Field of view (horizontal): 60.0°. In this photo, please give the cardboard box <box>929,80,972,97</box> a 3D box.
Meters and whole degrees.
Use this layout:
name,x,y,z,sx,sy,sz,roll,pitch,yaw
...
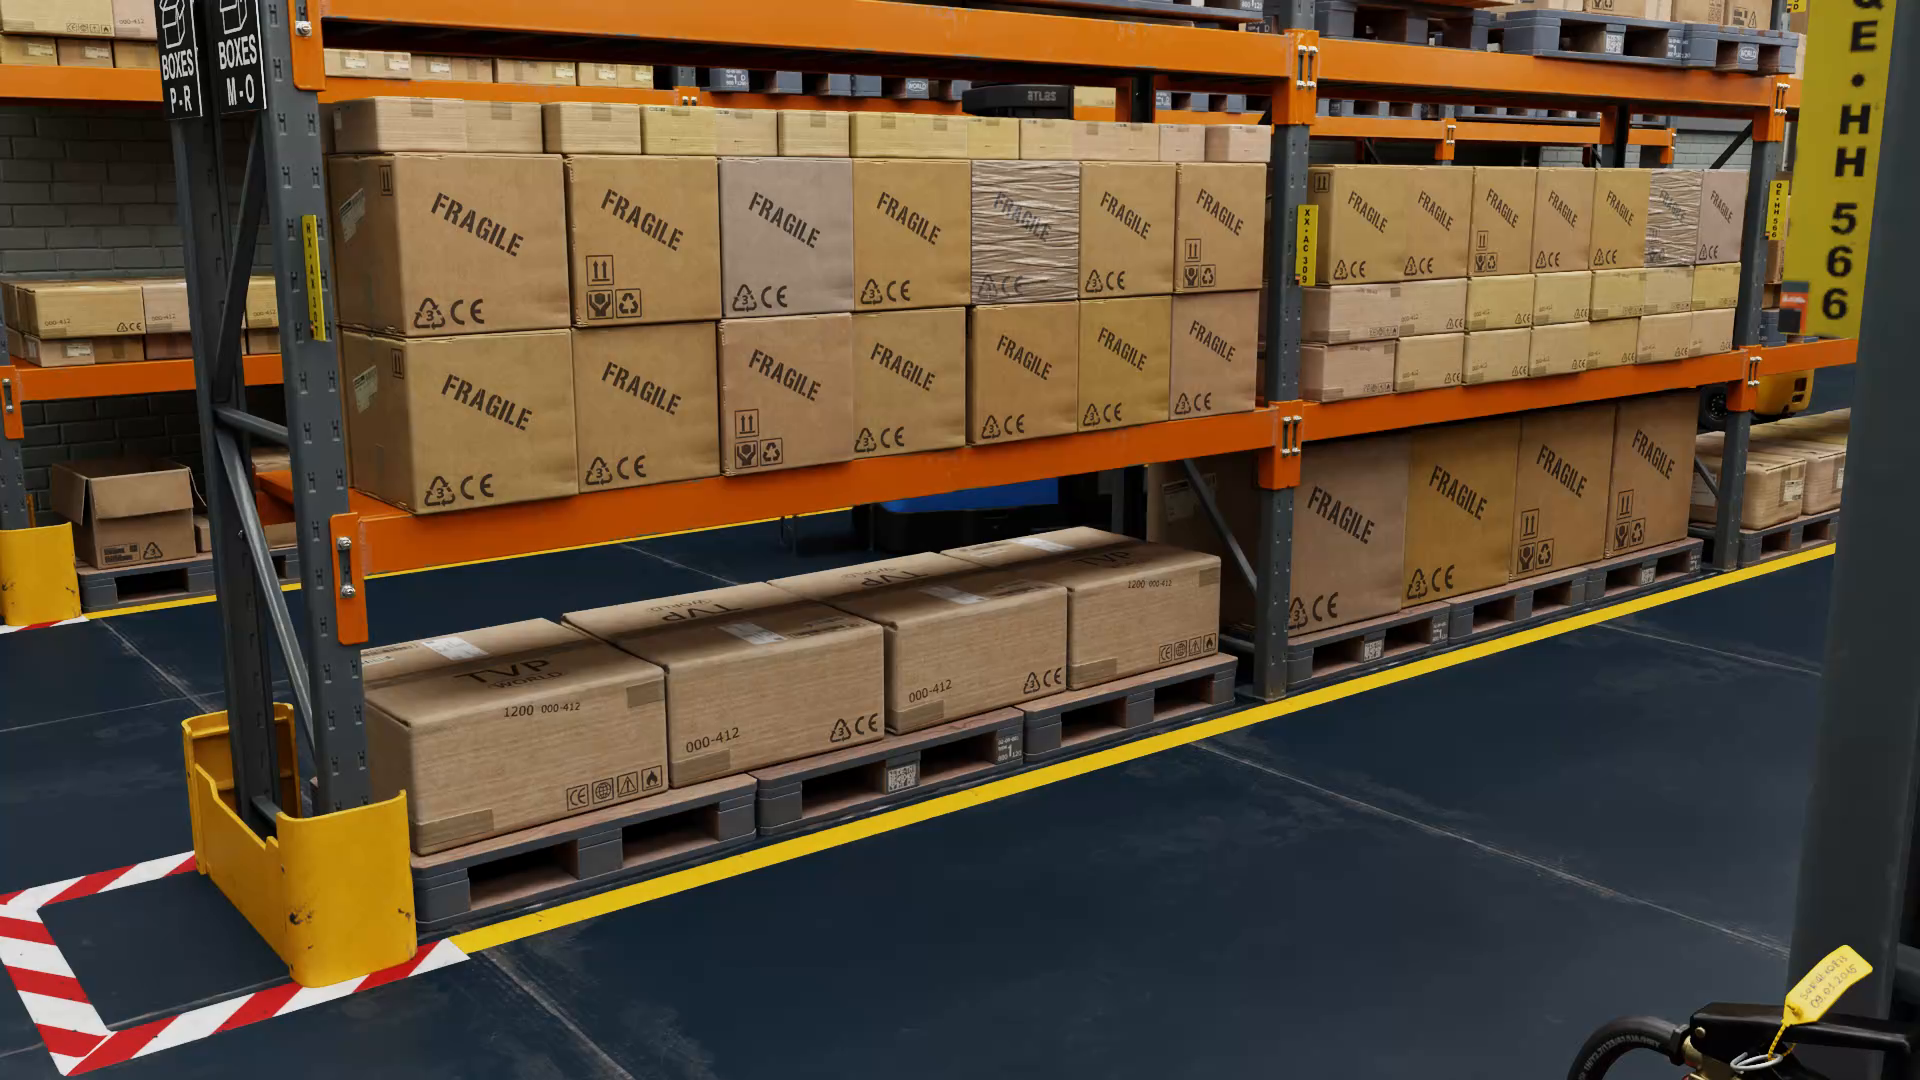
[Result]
name,x,y,z,sx,sy,sz,roll,pitch,yaw
cardboard box,0.064,-3.320,12.181,0.500,0.250,0.500,-9,15,-38

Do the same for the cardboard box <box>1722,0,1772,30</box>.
name,x,y,z,sx,sy,sz,roll,pitch,yaw
cardboard box,3.999,-3.007,9.089,0.637,0.503,0.797,-11,16,-41

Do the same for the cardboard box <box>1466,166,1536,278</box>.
name,x,y,z,sx,sy,sz,roll,pitch,yaw
cardboard box,2.372,-1.522,7.928,0.500,0.500,0.500,-10,16,-39

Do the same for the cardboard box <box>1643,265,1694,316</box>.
name,x,y,z,sx,sy,sz,roll,pitch,yaw
cardboard box,3.582,-1.358,8.958,0.500,0.250,0.500,-10,16,-39

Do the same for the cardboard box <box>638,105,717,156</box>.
name,x,y,z,sx,sy,sz,roll,pitch,yaw
cardboard box,-0.968,-1.274,5.197,0.250,0.149,0.380,-10,16,-39

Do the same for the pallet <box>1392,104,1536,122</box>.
name,x,y,z,sx,sy,sz,roll,pitch,yaw
pallet,4.869,-4.220,16.273,1.213,0.211,1.003,-9,15,-38

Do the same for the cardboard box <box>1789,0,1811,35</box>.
name,x,y,z,sx,sy,sz,roll,pitch,yaw
cardboard box,4.946,-2.995,10.051,0.500,0.500,0.700,-9,15,-38

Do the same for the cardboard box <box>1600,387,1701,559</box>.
name,x,y,z,sx,sy,sz,roll,pitch,yaw
cardboard box,3.608,-0.448,9.619,0.875,0.875,0.875,-10,15,-38

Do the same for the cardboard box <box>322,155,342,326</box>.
name,x,y,z,sx,sy,sz,roll,pitch,yaw
cardboard box,-1.820,-0.959,5.274,0.500,0.500,0.500,-9,15,-36

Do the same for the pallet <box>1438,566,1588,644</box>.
name,x,y,z,sx,sy,sz,roll,pitch,yaw
pallet,2.585,0.254,8.925,1.213,0.211,1.003,-9,15,-38

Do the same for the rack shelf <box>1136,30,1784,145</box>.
name,x,y,z,sx,sy,sz,roll,pitch,yaw
rack shelf,2.638,-2.214,8.342,4.000,0.370,1.077,-9,15,-38

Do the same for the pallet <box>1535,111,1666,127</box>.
name,x,y,z,sx,sy,sz,roll,pitch,yaw
pallet,6.774,-4.537,17.764,1.213,0.211,1.003,-9,15,-38

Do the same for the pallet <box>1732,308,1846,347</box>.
name,x,y,z,sx,sy,sz,roll,pitch,yaw
pallet,4.689,-1.374,10.338,1.003,0.211,1.213,-9,15,-38

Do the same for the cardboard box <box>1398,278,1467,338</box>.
name,x,y,z,sx,sy,sz,roll,pitch,yaw
cardboard box,1.985,-1.093,7.714,0.500,0.250,0.500,-9,15,-37

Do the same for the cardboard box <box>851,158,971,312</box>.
name,x,y,z,sx,sy,sz,roll,pitch,yaw
cardboard box,-0.309,-1.075,5.821,0.500,0.500,0.500,-9,15,-37

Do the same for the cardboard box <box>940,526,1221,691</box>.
name,x,y,z,sx,sy,sz,roll,pitch,yaw
cardboard box,0.519,0.273,7.277,0.875,0.438,0.875,-10,15,-38

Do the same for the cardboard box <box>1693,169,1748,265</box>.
name,x,y,z,sx,sy,sz,roll,pitch,yaw
cardboard box,3.959,-1.786,9.171,0.500,0.500,0.500,-10,16,-39

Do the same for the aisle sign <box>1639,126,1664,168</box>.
name,x,y,z,sx,sy,sz,roll,pitch,yaw
aisle sign,7.577,-4.433,18.025,0.004,0.787,0.394,-9,15,-38

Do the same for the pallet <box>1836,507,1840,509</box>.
name,x,y,z,sx,sy,sz,roll,pitch,yaw
pallet,5.763,-0.252,11.308,1.213,0.211,1.003,-9,15,-38

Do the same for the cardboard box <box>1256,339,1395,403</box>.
name,x,y,z,sx,sy,sz,roll,pitch,yaw
cardboard box,1.585,-0.780,7.439,0.500,0.250,0.500,-10,15,-39

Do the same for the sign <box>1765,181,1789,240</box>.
name,x,y,z,sx,sy,sz,roll,pitch,yaw
sign,4.549,-1.834,9.259,0.005,0.325,0.100,-9,15,-38

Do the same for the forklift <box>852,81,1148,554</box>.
name,x,y,z,sx,sy,sz,roll,pitch,yaw
forklift,0.872,-1.485,10.564,3.031,2.935,1.130,-4,13,-18

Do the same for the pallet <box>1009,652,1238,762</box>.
name,x,y,z,sx,sy,sz,roll,pitch,yaw
pallet,0.433,0.611,7.241,1.213,0.211,1.003,-9,15,-38

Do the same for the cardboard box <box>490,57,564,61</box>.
name,x,y,z,sx,sy,sz,roll,pitch,yaw
cardboard box,-2.647,-3.010,10.007,0.500,0.250,0.500,-10,16,-40

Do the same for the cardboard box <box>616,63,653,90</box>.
name,x,y,z,sx,sy,sz,roll,pitch,yaw
cardboard box,-2.124,-2.893,10.415,0.250,0.149,0.380,-10,15,-38

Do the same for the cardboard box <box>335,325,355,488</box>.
name,x,y,z,sx,sy,sz,roll,pitch,yaw
cardboard box,-1.836,-0.474,5.399,0.500,0.500,0.500,-9,15,-37

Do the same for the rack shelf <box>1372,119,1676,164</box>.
name,x,y,z,sx,sy,sz,roll,pitch,yaw
rack shelf,5.781,-4.056,17.020,4.000,0.370,1.077,-9,15,-38

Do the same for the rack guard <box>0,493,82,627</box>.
name,x,y,z,sx,sy,sz,roll,pitch,yaw
rack guard,-5.092,0.089,9.007,0.348,0.500,1.175,-9,15,-38

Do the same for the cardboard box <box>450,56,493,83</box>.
name,x,y,z,sx,sy,sz,roll,pitch,yaw
cardboard box,-2.954,-2.767,9.823,0.250,0.149,0.380,-9,15,-36

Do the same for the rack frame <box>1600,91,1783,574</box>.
name,x,y,z,sx,sy,sz,roll,pitch,yaw
rack frame,4.200,-1.358,9.801,0.127,3.000,1.000,-9,15,-38

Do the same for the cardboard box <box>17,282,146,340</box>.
name,x,y,z,sx,sy,sz,roll,pitch,yaw
cardboard box,-4.629,-1.212,8.758,0.500,0.250,0.500,-9,15,-37

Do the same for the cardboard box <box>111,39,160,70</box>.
name,x,y,z,sx,sy,sz,roll,pitch,yaw
cardboard box,-4.358,-2.541,8.757,0.250,0.149,0.380,-9,15,-37

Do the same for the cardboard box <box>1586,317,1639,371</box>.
name,x,y,z,sx,sy,sz,roll,pitch,yaw
cardboard box,3.174,-1.045,8.690,0.500,0.250,0.500,-10,15,-38

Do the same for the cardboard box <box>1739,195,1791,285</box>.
name,x,y,z,sx,sy,sz,roll,pitch,yaw
cardboard box,4.695,-1.778,9.814,0.500,0.500,0.500,-10,16,-39

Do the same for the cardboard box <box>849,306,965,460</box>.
name,x,y,z,sx,sy,sz,roll,pitch,yaw
cardboard box,-0.326,-0.585,5.922,0.500,0.500,0.500,-9,15,-36

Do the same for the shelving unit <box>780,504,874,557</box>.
name,x,y,z,sx,sy,sz,roll,pitch,yaw
shelving unit,-0.834,-0.976,10.172,0.503,2.100,0.431,-4,13,-18

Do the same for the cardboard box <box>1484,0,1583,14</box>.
name,x,y,z,sx,sy,sz,roll,pitch,yaw
cardboard box,2.721,-2.626,7.864,0.258,0.266,0.396,-8,14,-33

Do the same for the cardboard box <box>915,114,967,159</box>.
name,x,y,z,sx,sy,sz,roll,pitch,yaw
cardboard box,-0.186,-1.412,5.849,0.250,0.149,0.380,-9,15,-38

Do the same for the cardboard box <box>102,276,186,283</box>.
name,x,y,z,sx,sy,sz,roll,pitch,yaw
cardboard box,-4.554,-1.366,9.484,0.500,0.250,0.500,-9,15,-37

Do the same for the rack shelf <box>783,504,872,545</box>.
name,x,y,z,sx,sy,sz,roll,pitch,yaw
rack shelf,-0.834,-0.278,10.320,0.480,0.518,0.431,-4,13,-18

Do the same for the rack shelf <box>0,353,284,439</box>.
name,x,y,z,sx,sy,sz,roll,pitch,yaw
rack shelf,-3.589,-1.032,9.998,4.000,0.370,1.077,-9,15,-38

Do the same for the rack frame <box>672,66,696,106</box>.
name,x,y,z,sx,sy,sz,roll,pitch,yaw
rack frame,-2.028,-1.643,11.146,0.127,3.000,1.000,-9,15,-38

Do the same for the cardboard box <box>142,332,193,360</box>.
name,x,y,z,sx,sy,sz,roll,pitch,yaw
cardboard box,-4.370,-1.080,9.097,0.250,0.149,0.380,-10,15,-38

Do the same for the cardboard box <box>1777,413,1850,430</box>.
name,x,y,z,sx,sy,sz,roll,pitch,yaw
cardboard box,6.356,-0.634,11.710,0.625,0.372,0.950,-8,15,-34

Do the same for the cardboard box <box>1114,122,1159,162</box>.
name,x,y,z,sx,sy,sz,roll,pitch,yaw
cardboard box,0.560,-1.555,6.521,0.250,0.149,0.380,-9,15,-38

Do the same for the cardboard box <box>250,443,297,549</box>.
name,x,y,z,sx,sy,sz,roll,pitch,yaw
cardboard box,-3.923,-0.275,9.711,0.500,0.500,0.700,-9,15,-35
